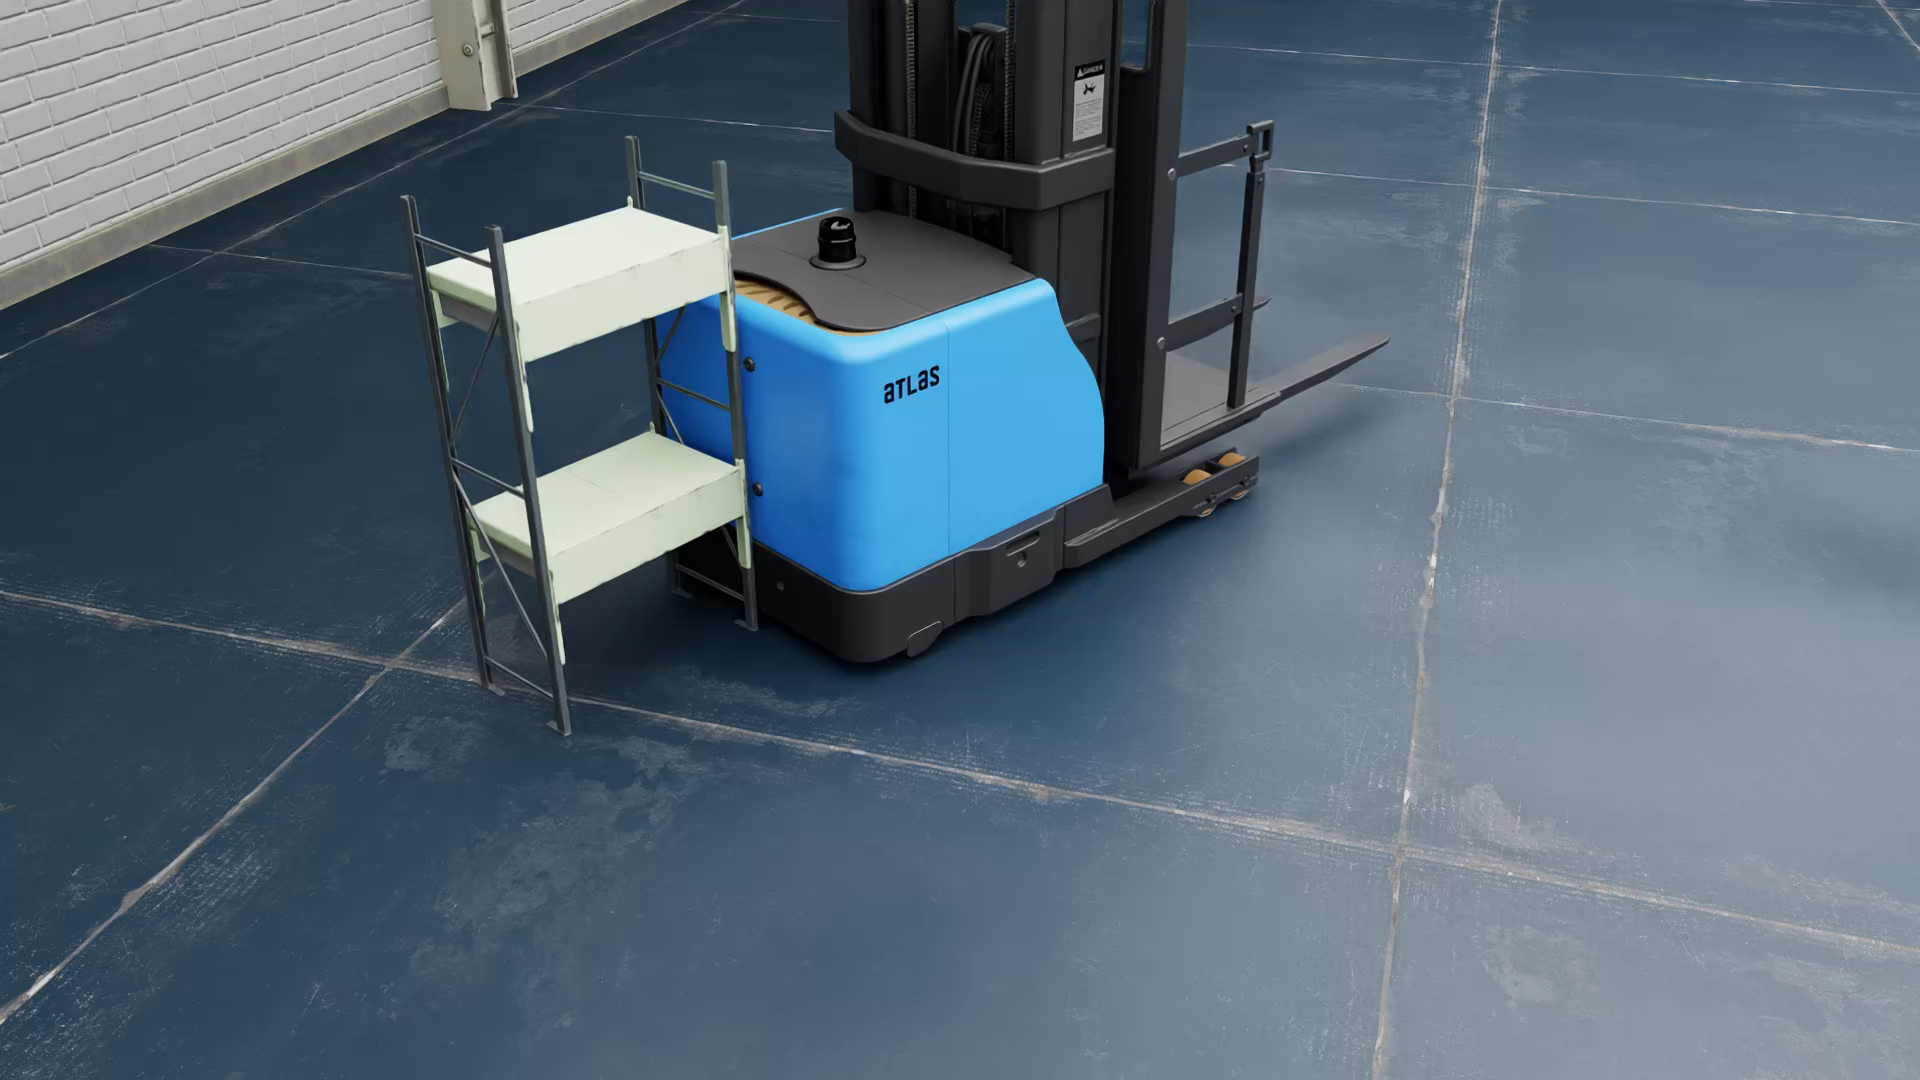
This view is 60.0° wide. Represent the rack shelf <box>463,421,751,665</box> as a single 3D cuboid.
[{"bbox_3d":[-1.031,-0.010,4.895,0.431,0.370,0.720,23,36,35],"label":"rack shelf"}]

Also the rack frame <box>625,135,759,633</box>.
[{"bbox_3d":[-0.793,-0.430,4.980,0.400,1.500,0.023,23,36,35],"label":"rack frame"}]

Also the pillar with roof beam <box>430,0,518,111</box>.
[{"bbox_3d":[0.977,-6.198,7.635,9.100,9.000,0.400,8,30,15],"label":"pillar with roof beam"}]

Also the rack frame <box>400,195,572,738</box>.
[{"bbox_3d":[-1.268,-0.159,4.494,0.400,1.500,0.023,23,36,35],"label":"rack frame"}]

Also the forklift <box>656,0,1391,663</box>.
[{"bbox_3d":[0.439,-1.524,5.475,3.031,2.935,1.130,-25,38,-37],"label":"forklift"}]

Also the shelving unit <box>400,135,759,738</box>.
[{"bbox_3d":[-1.031,-0.295,4.737,0.431,1.500,0.755,23,36,35],"label":"shelving unit"}]

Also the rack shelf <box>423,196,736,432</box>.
[{"bbox_3d":[-1.031,-0.636,4.547,0.431,0.370,0.720,23,36,35],"label":"rack shelf"}]
